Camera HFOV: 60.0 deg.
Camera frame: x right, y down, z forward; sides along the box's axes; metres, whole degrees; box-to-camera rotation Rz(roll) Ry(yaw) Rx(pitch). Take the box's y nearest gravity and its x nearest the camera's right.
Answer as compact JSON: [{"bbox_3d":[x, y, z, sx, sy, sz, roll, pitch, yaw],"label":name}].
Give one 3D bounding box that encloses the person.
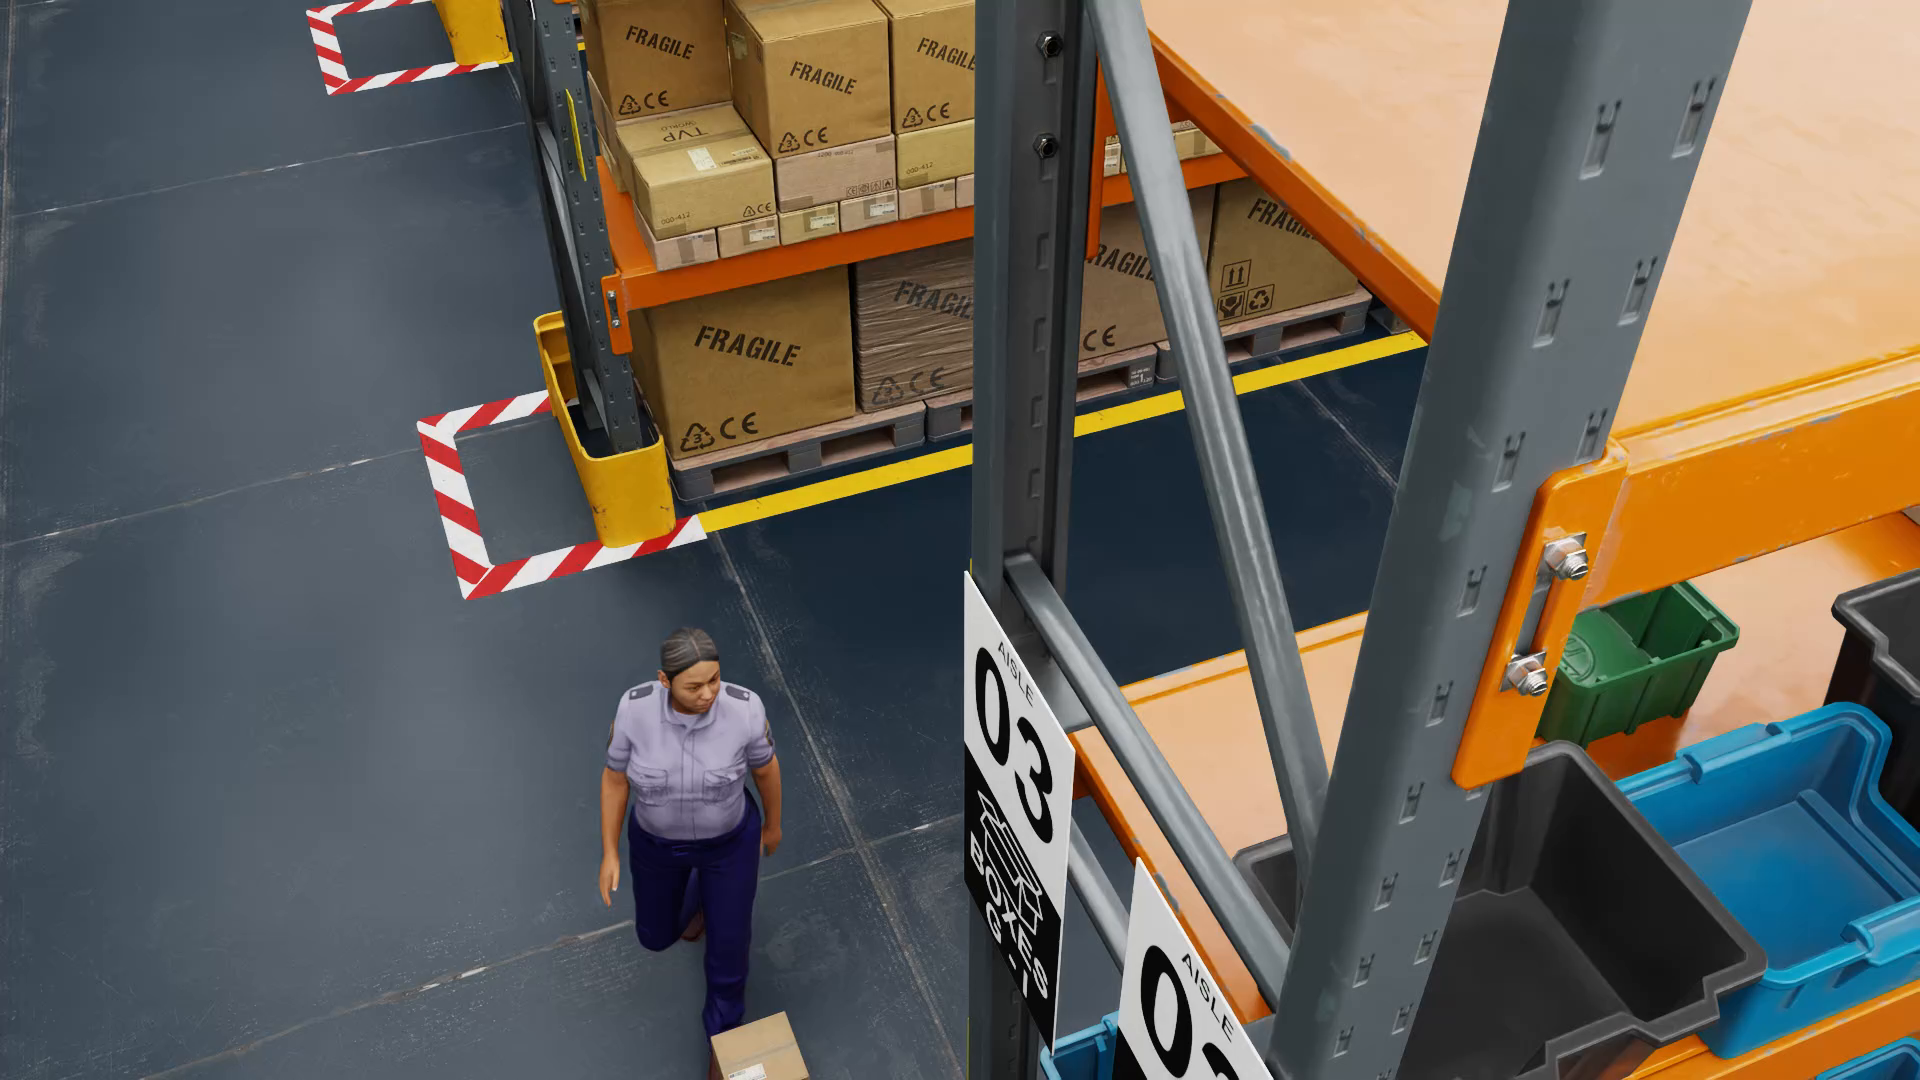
[{"bbox_3d":[-0.824,0.959,5.121,0.551,1.606,0.819,-1,42,-2],"label":"person"}]
